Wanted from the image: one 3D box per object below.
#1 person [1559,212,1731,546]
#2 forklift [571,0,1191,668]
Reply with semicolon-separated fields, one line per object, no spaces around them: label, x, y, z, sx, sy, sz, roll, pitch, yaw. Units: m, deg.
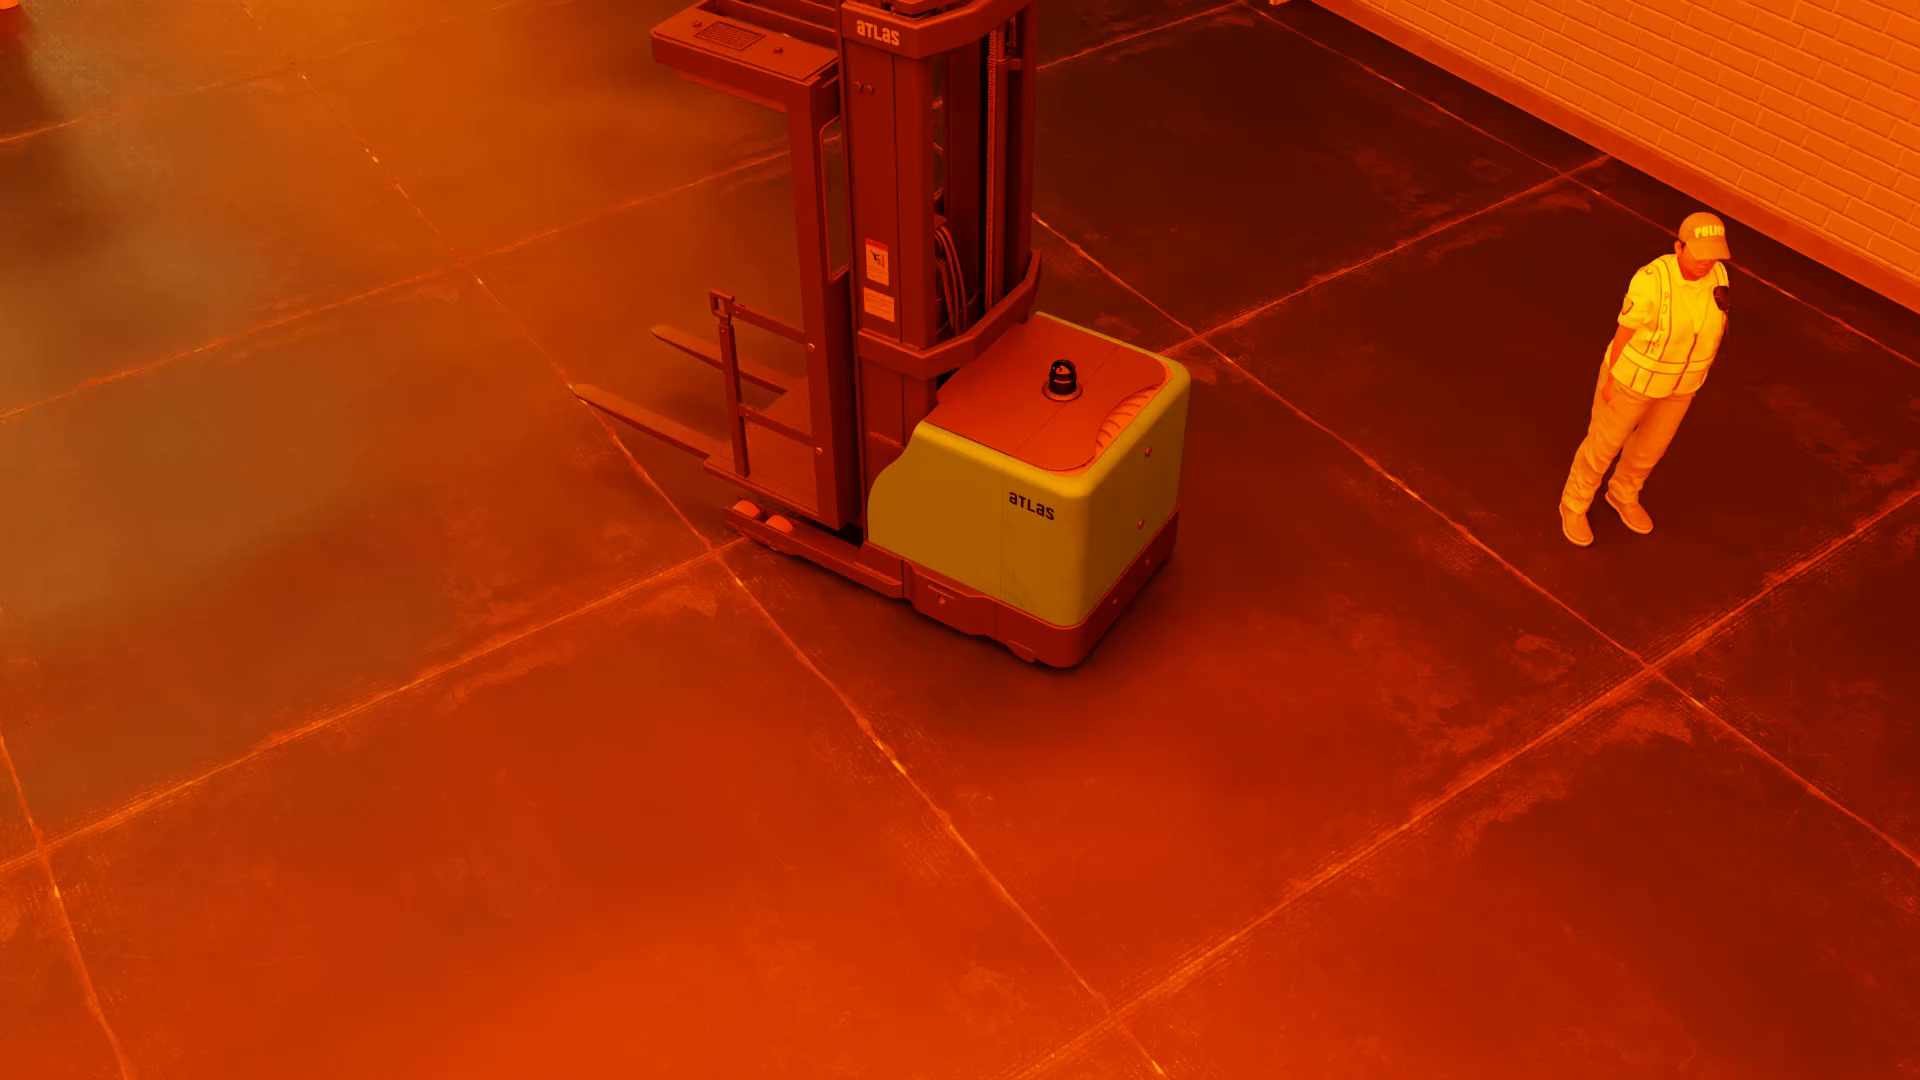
person;3.091;-0.717;7.432;0.482;1.669;0.393;-9;43;-9
forklift;-0.511;-1.302;7.129;3.031;2.935;1.130;24;48;24
